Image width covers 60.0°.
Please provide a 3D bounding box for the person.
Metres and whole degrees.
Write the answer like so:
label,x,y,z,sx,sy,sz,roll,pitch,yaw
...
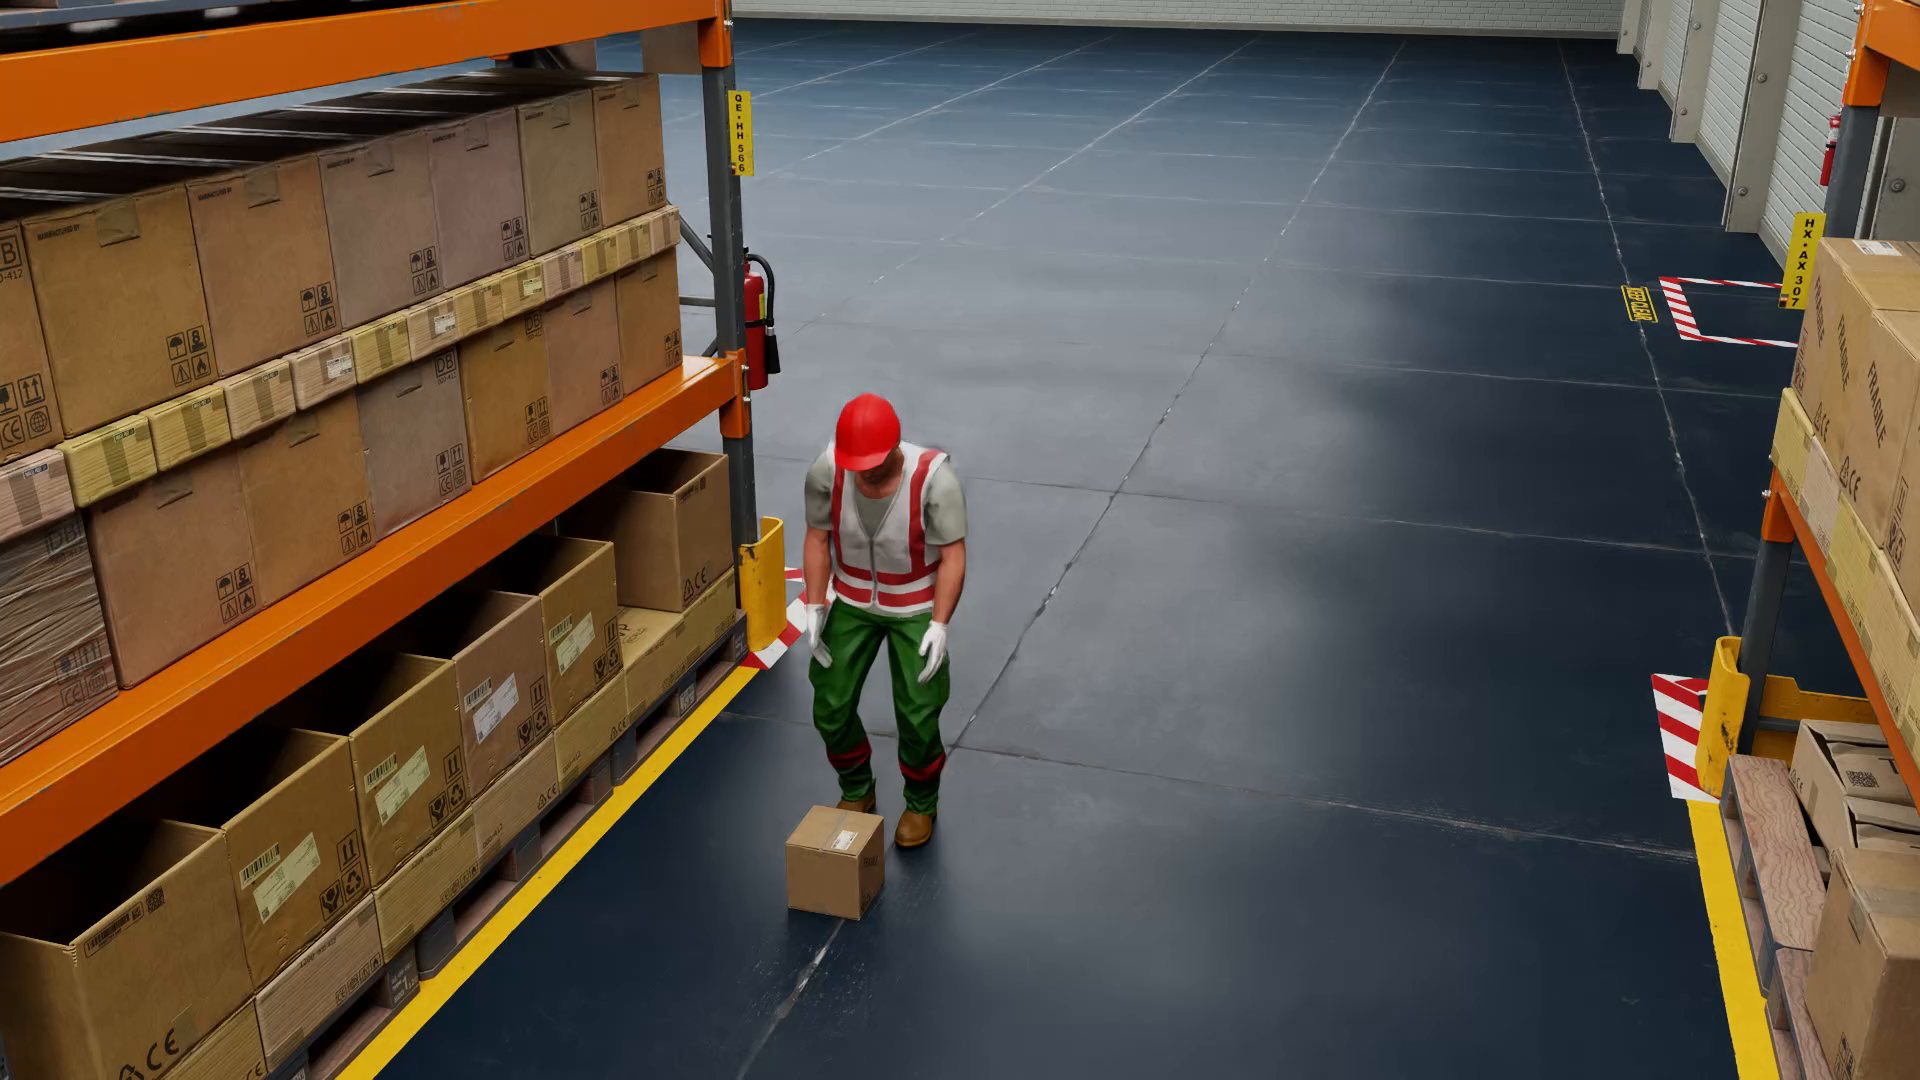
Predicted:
label,x,y,z,sx,sy,sz,roll,pitch,yaw
person,-0.247,0.262,5.593,0.564,1.647,0.580,7,23,17
